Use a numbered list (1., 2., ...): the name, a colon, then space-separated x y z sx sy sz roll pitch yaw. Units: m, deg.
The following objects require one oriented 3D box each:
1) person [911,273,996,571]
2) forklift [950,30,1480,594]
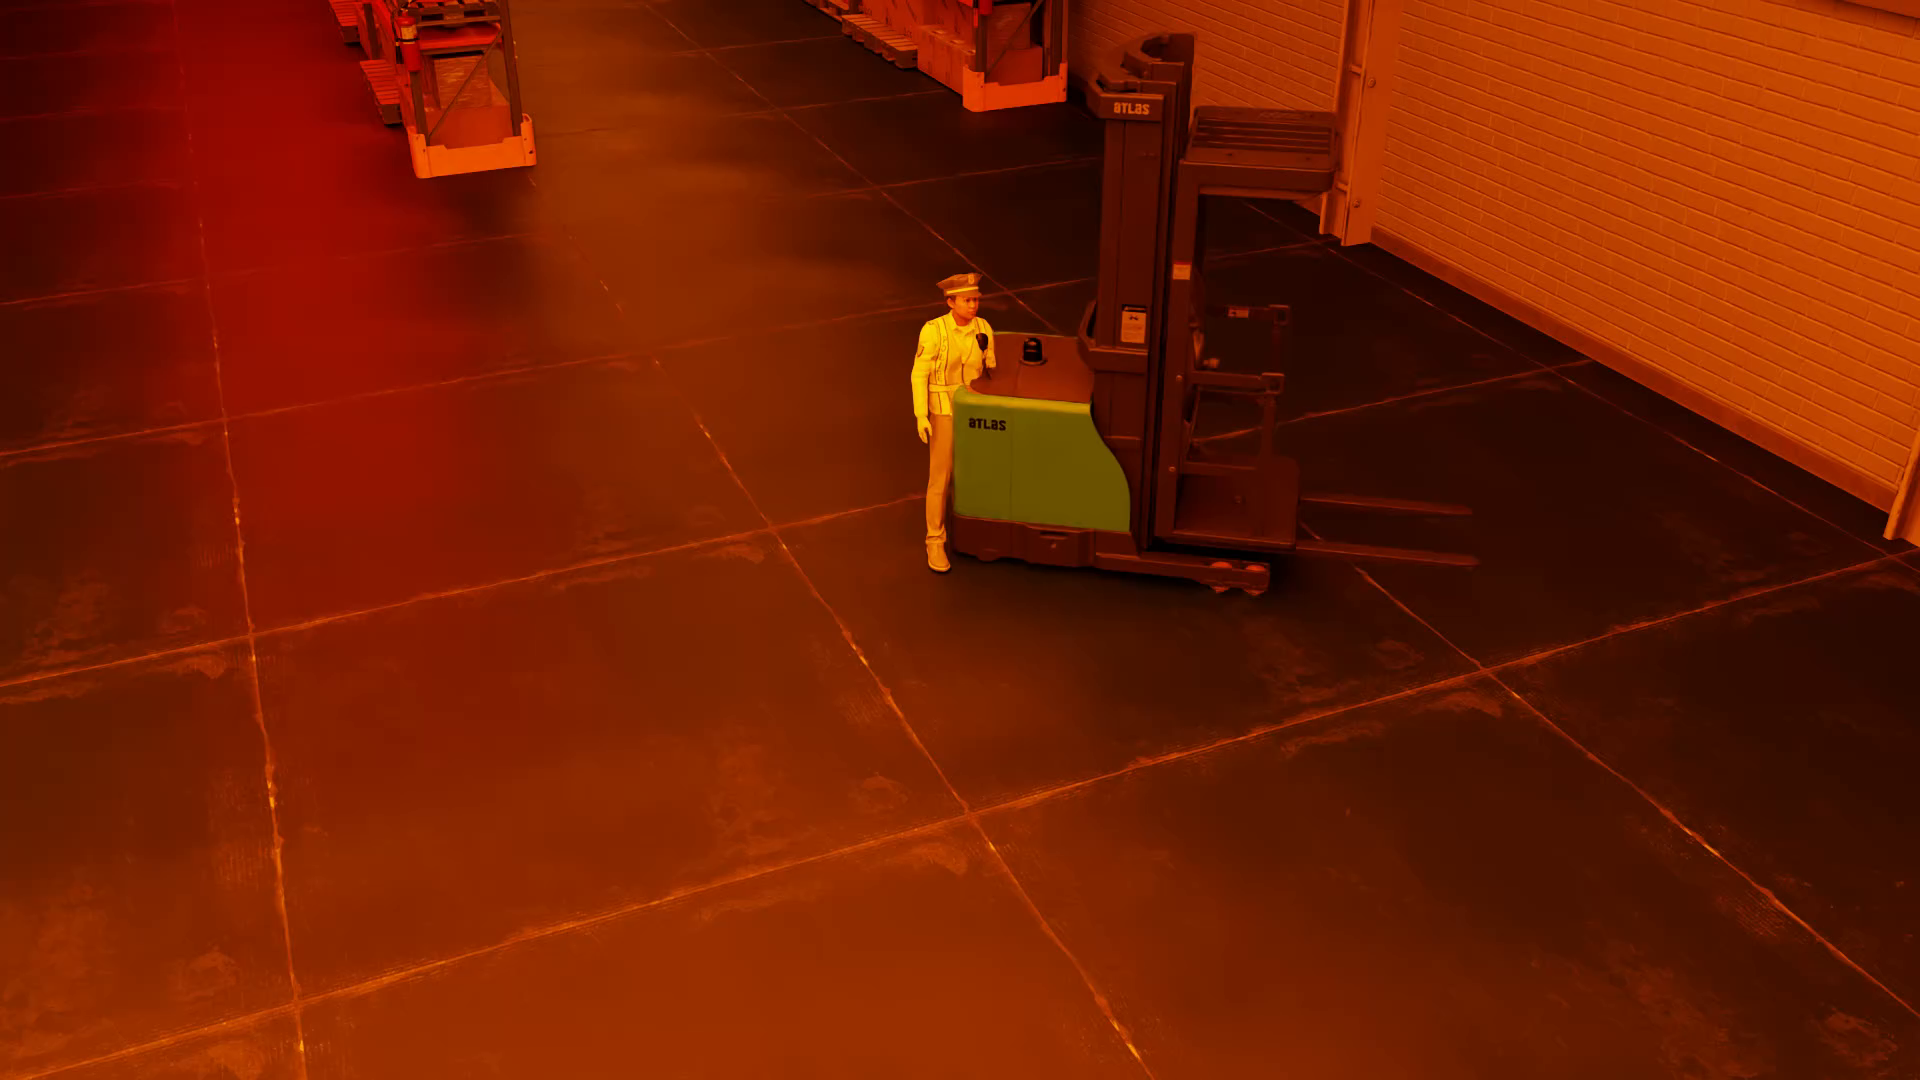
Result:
1. person: 0.021 -0.709 9.591 0.586 1.694 0.530 -12 32 -20
2. forklift: 1.514 -1.249 9.304 3.031 2.935 1.130 6 30 10
